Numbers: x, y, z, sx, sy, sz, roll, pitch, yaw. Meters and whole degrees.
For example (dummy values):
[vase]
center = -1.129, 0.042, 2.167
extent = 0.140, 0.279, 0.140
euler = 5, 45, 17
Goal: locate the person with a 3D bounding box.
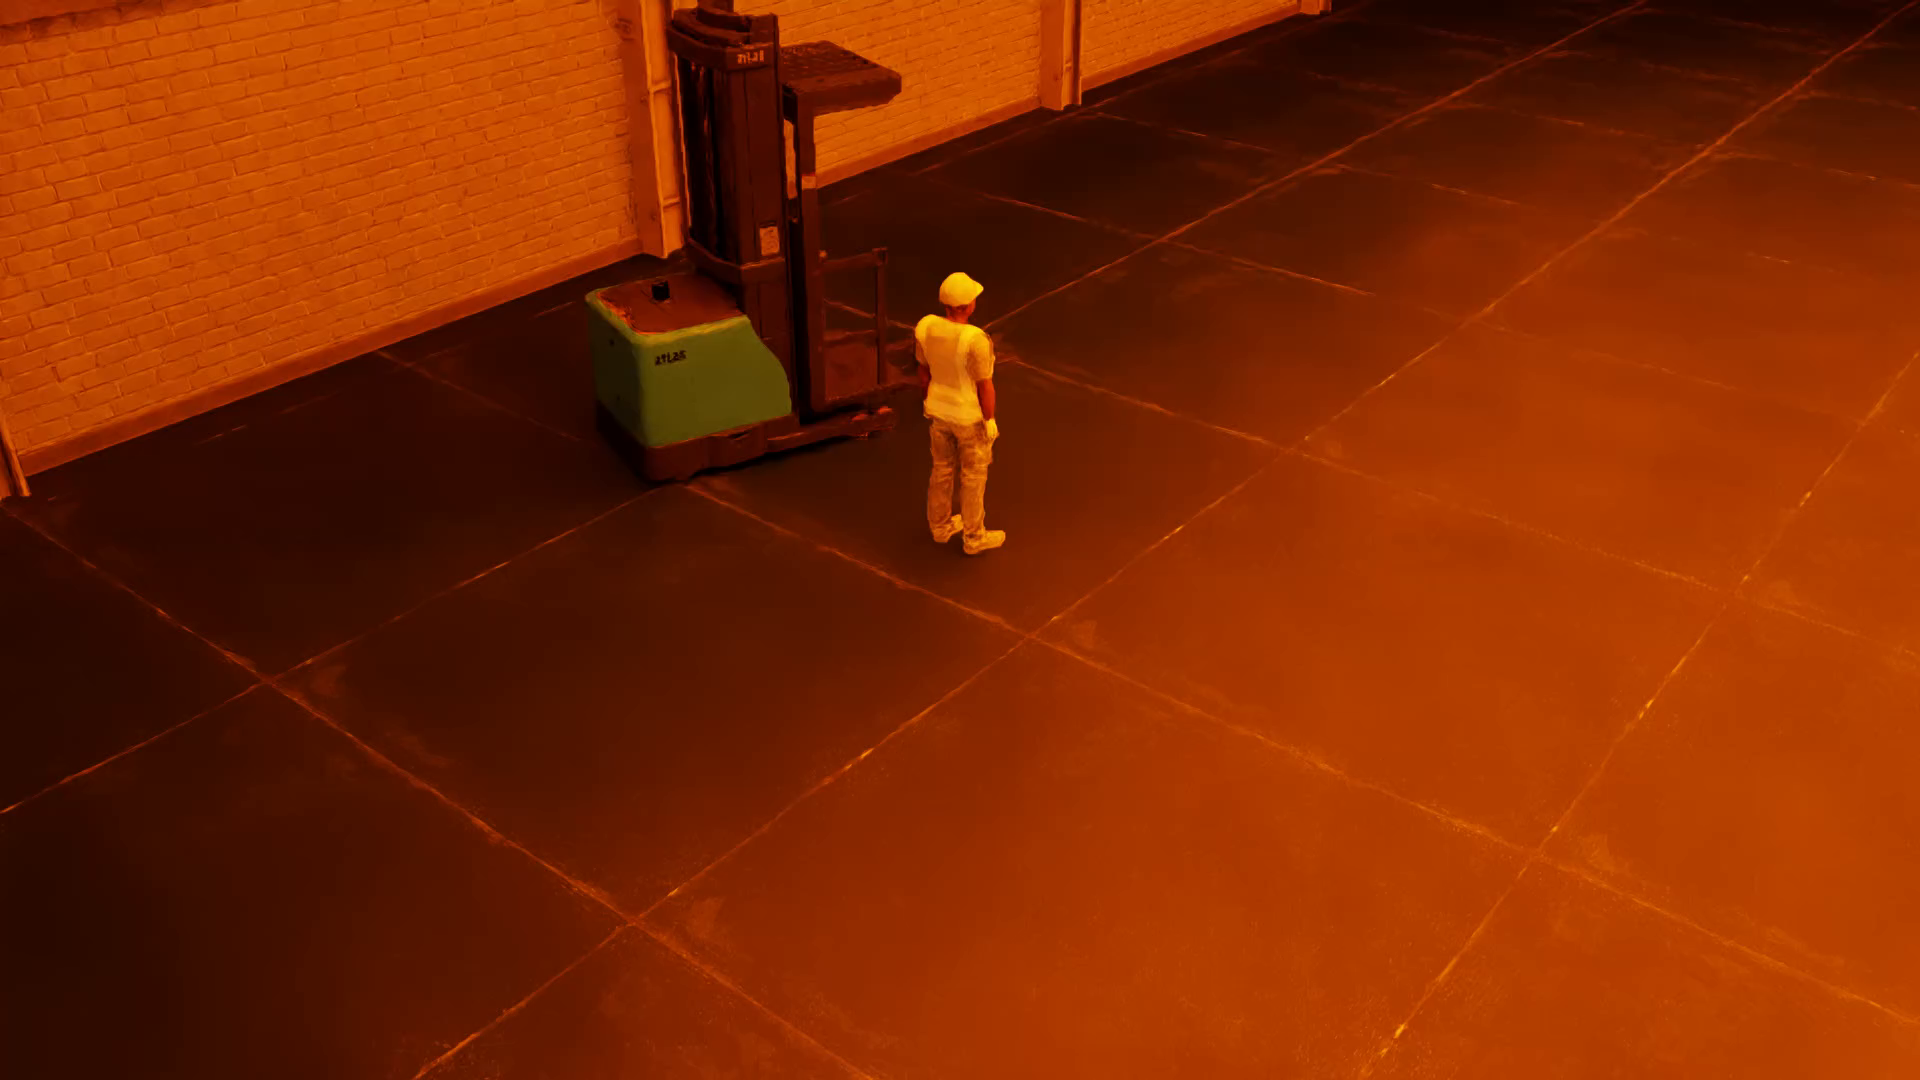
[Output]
[person]
center = 0.008, -0.777, 10.059
extent = 0.546, 1.789, 0.365
euler = 22, 37, 33

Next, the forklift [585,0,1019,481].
[forklift]
center = -1.027, -2.202, 11.363
extent = 3.031, 2.935, 1.130
euler = -17, 34, -26
